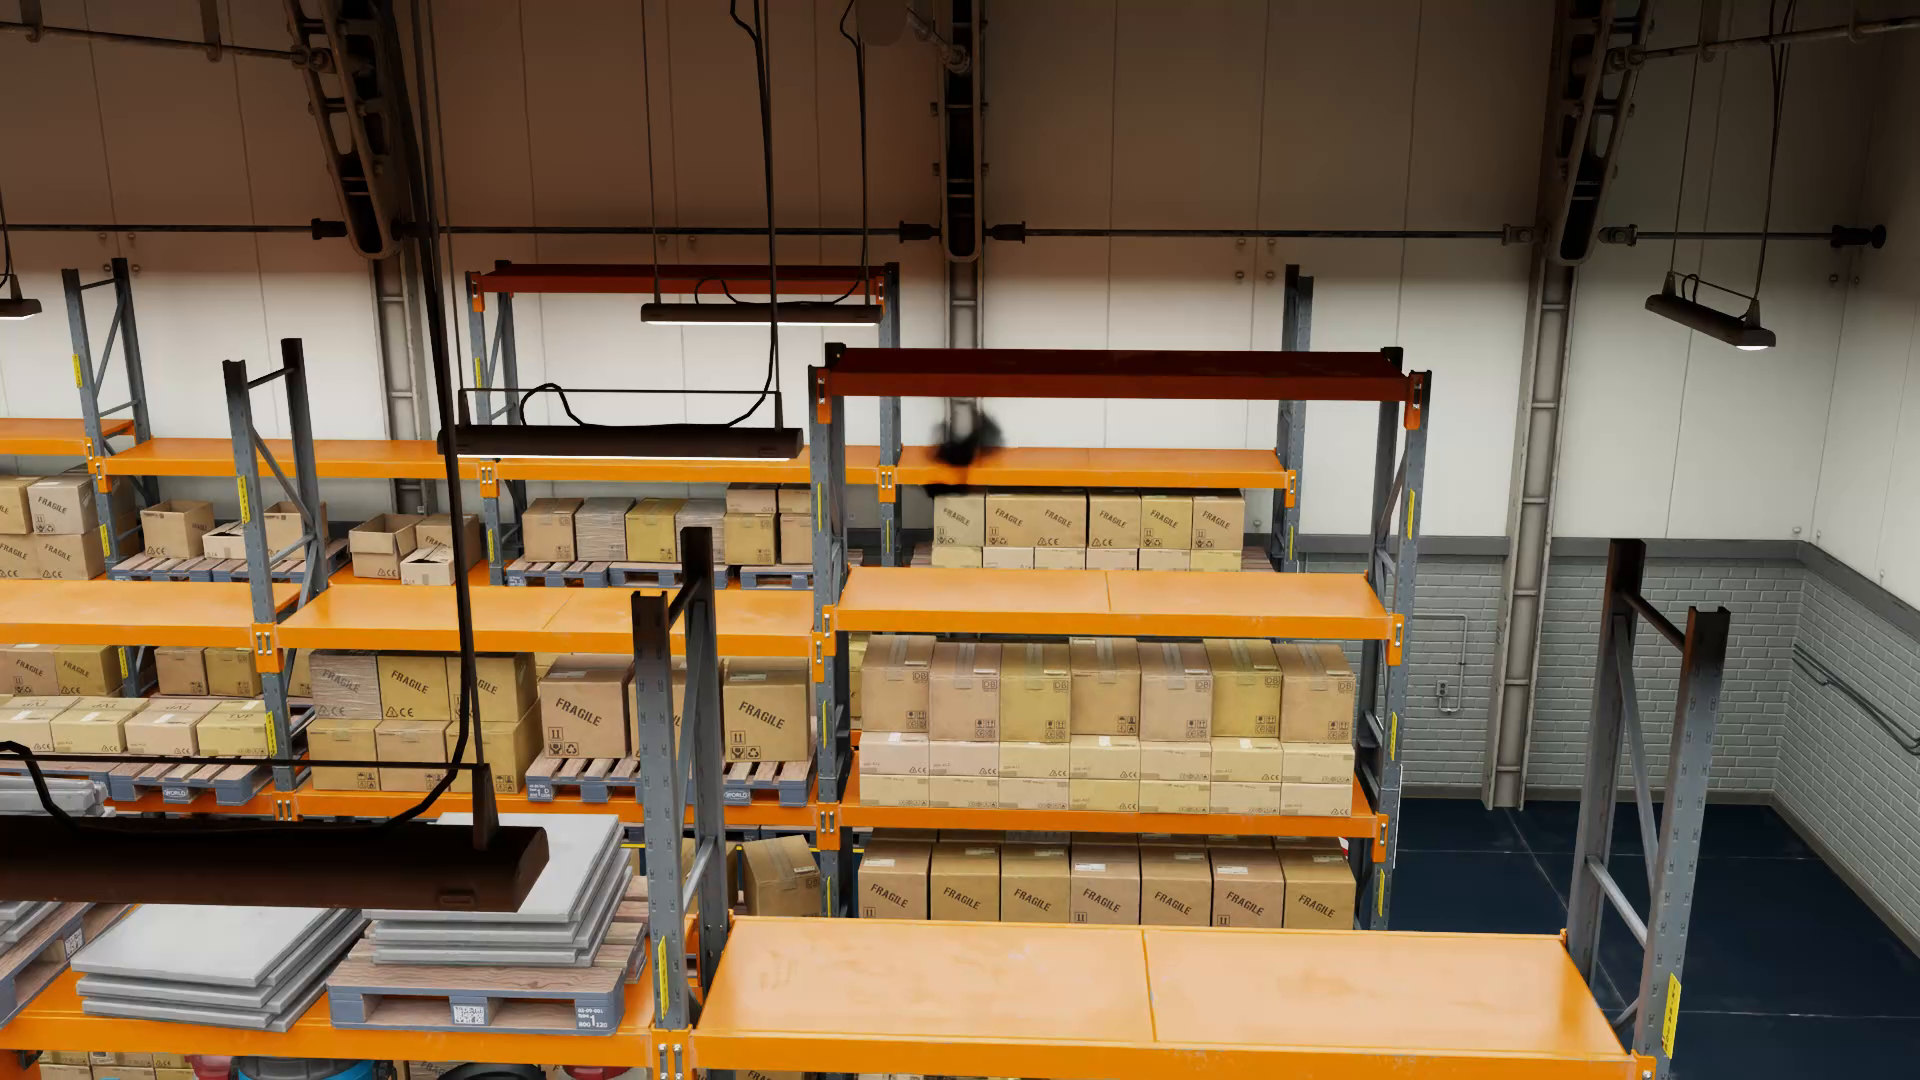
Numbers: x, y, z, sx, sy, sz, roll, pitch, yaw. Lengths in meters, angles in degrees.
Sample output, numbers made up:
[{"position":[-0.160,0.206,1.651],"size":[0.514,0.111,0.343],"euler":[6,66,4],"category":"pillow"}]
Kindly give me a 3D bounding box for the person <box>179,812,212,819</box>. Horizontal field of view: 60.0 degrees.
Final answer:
[{"position":[-6.818,3.074,14.932],"size":[0.884,1.686,0.559],"euler":[-2,16,-5],"category":"person"}]
